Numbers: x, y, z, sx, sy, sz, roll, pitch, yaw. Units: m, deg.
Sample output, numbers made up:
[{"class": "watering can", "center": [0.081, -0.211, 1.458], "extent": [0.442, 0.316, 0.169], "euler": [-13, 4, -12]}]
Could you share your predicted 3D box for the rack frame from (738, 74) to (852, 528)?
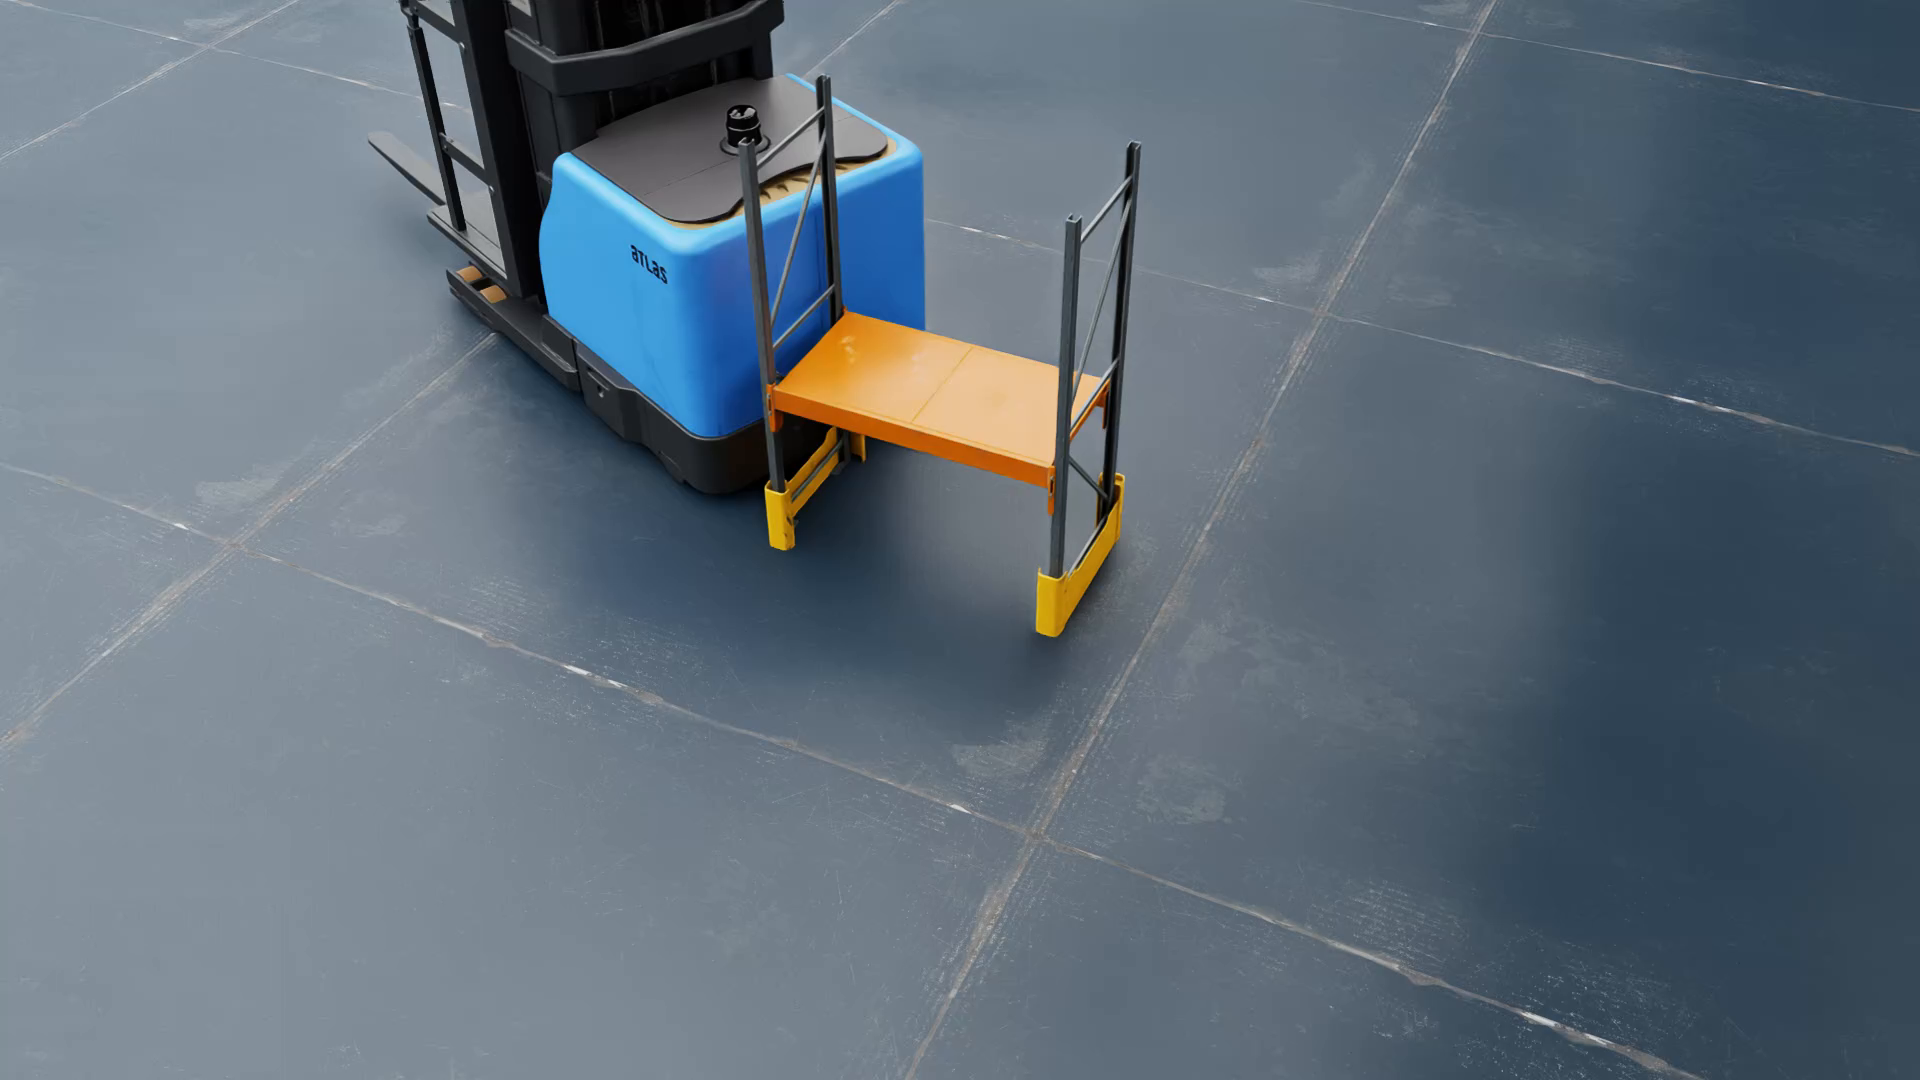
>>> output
[{"class": "rack frame", "center": [-0.518, -0.715, 5.430], "extent": [0.032, 1.500, 0.500], "euler": [17, 44, 19]}]

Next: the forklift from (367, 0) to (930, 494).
[{"class": "forklift", "center": [-1.449, -2.160, 6.005], "extent": [1.130, 2.935, 3.031], "euler": [-29, 49, -29]}]

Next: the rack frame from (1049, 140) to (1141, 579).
[{"class": "rack frame", "center": [0.402, -0.432, 5.103], "extent": [0.032, 1.500, 0.500], "euler": [17, 44, 19]}]

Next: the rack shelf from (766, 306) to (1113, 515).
[{"class": "rack shelf", "center": [-0.058, -0.437, 5.384], "extent": [1.000, 0.185, 0.538], "euler": [17, 44, 19]}]

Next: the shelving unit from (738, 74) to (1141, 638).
[{"class": "shelving unit", "center": [-0.049, -0.571, 5.264], "extent": [1.083, 1.500, 0.587], "euler": [17, 44, 19]}]

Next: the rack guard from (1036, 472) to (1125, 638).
[{"class": "rack guard", "center": [0.401, 0.040, 5.513], "extent": [0.087, 0.250, 0.587], "euler": [17, 44, 19]}]

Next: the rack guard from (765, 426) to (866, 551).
[{"class": "rack guard", "center": [-0.500, -0.237, 5.833], "extent": [0.087, 0.250, 0.587], "euler": [17, 44, 19]}]
